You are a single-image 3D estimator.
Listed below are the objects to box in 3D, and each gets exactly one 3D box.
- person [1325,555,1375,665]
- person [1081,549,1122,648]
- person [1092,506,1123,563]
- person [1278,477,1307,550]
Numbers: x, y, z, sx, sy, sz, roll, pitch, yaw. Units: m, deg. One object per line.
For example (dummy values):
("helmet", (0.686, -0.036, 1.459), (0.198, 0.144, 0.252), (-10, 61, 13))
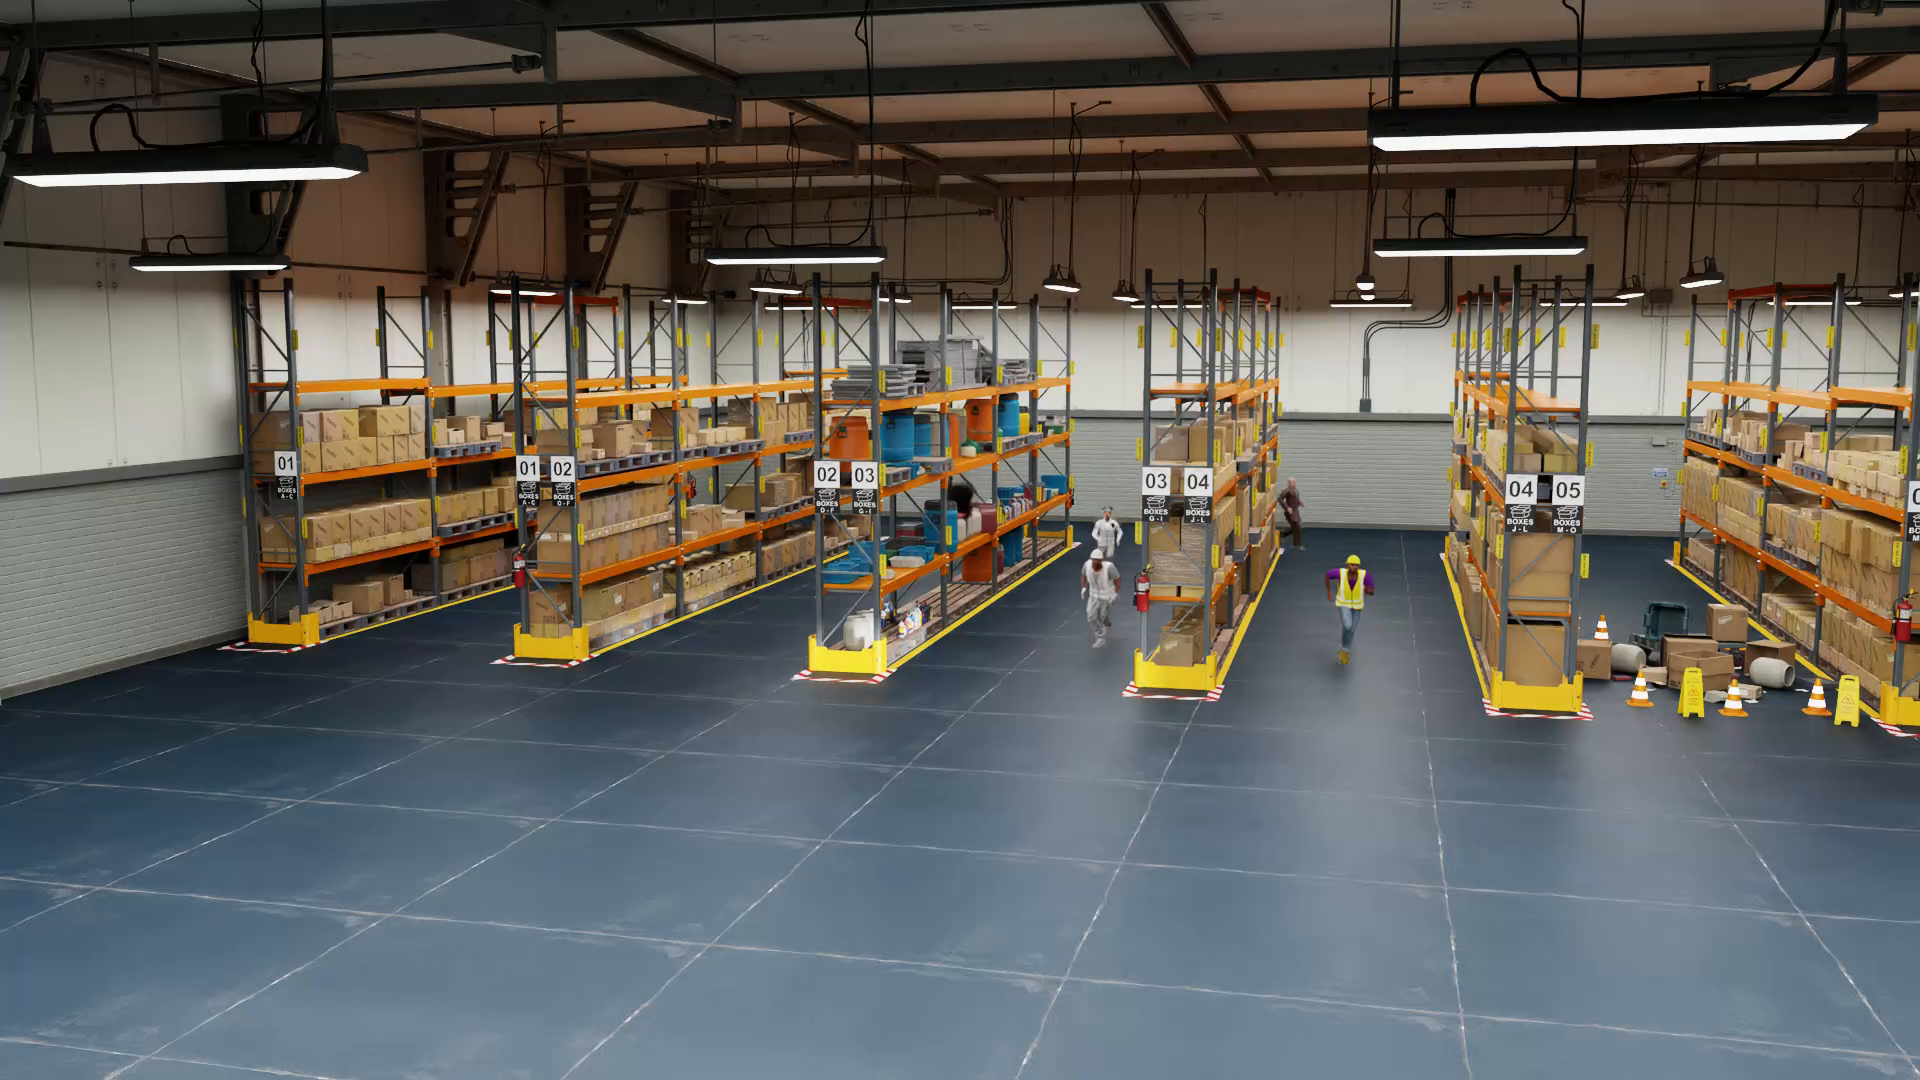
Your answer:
("person", (6.028, 1.063, 25.764), (0.684, 1.721, 0.920), (0, 7, -3))
("person", (2.317, 0.912, 26.995), (0.687, 1.627, 1.052), (3, 7, 20))
("person", (3.005, 0.078, 33.875), (0.625, 1.572, 0.818), (1, 7, 6))
("person", (7.926, -0.635, 39.993), (0.863, 1.782, 0.772), (5, 9, 37))
